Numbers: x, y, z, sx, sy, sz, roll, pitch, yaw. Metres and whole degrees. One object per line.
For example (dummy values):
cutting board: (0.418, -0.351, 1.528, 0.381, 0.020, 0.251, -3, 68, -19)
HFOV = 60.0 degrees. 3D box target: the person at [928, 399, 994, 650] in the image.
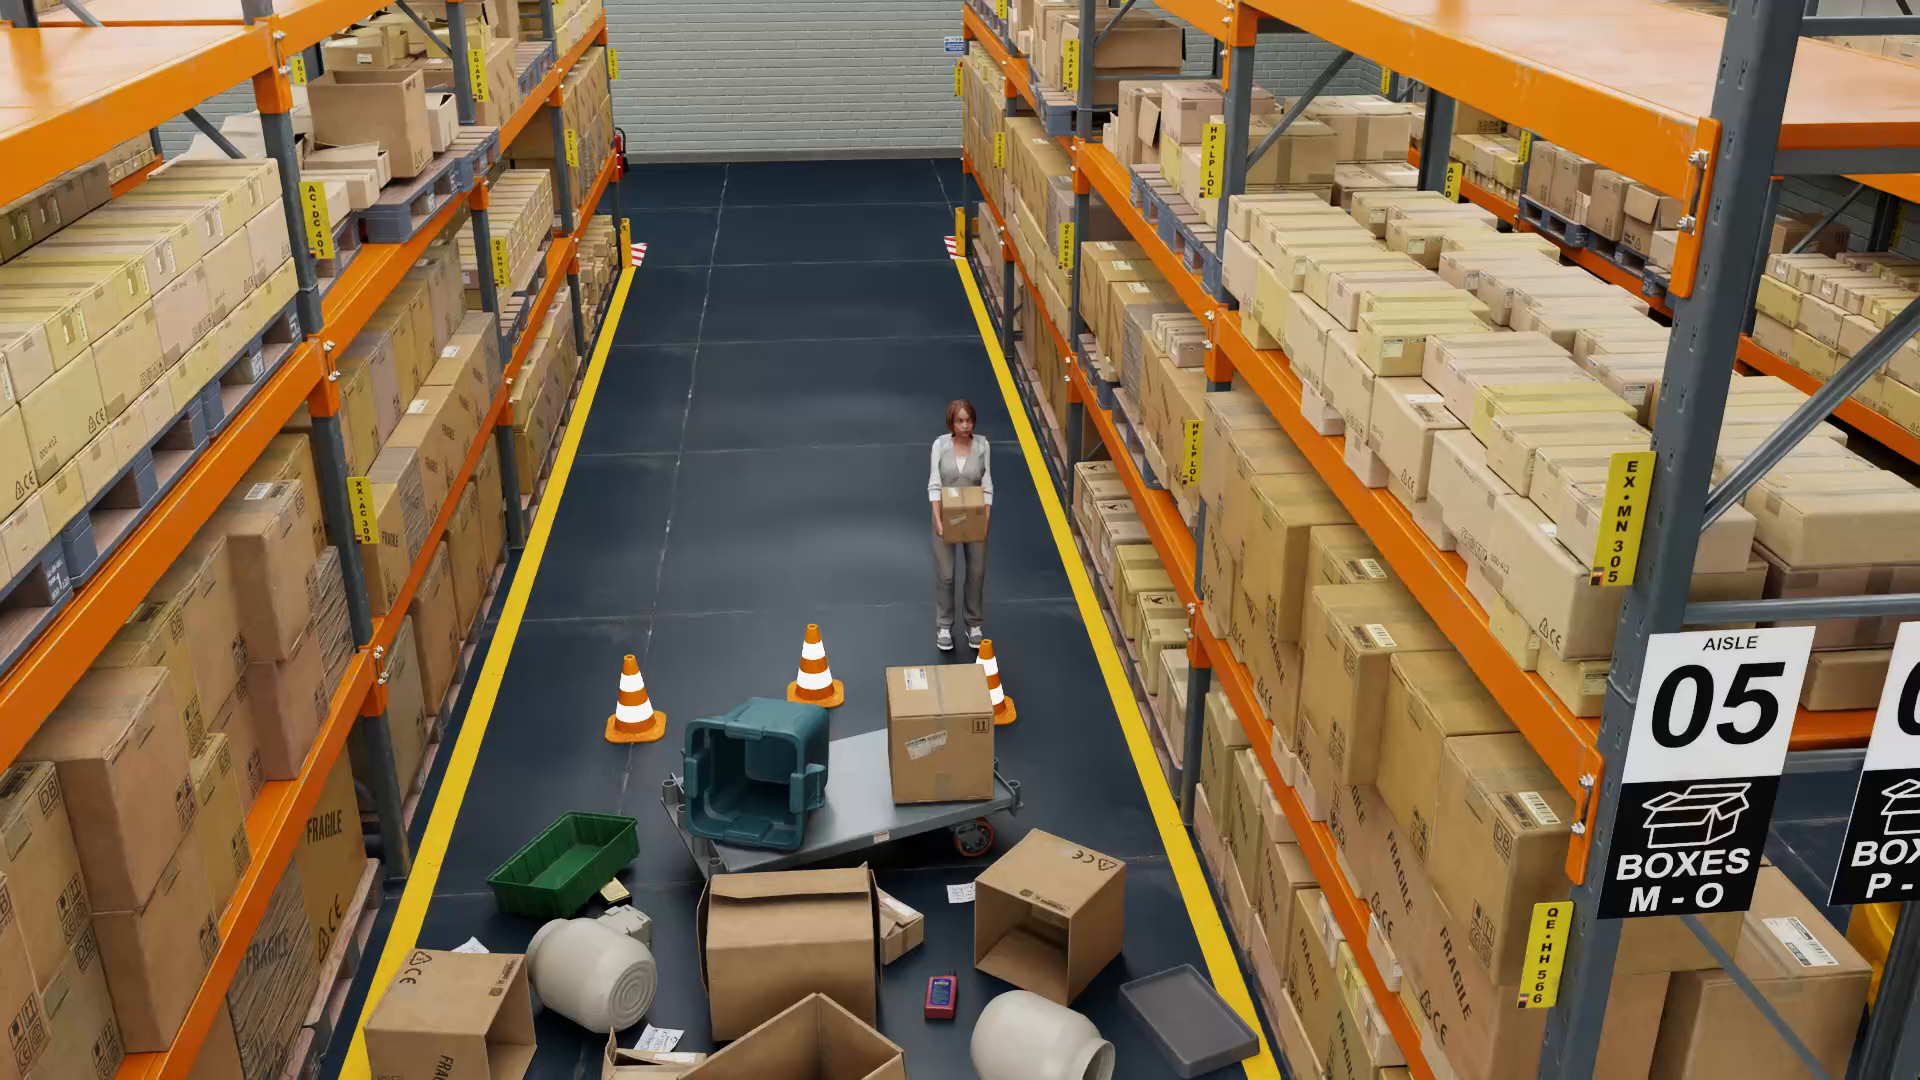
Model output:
person: (0.006, -0.055, 10.276, 0.404, 1.565, 0.497, -2, 24, -4)
